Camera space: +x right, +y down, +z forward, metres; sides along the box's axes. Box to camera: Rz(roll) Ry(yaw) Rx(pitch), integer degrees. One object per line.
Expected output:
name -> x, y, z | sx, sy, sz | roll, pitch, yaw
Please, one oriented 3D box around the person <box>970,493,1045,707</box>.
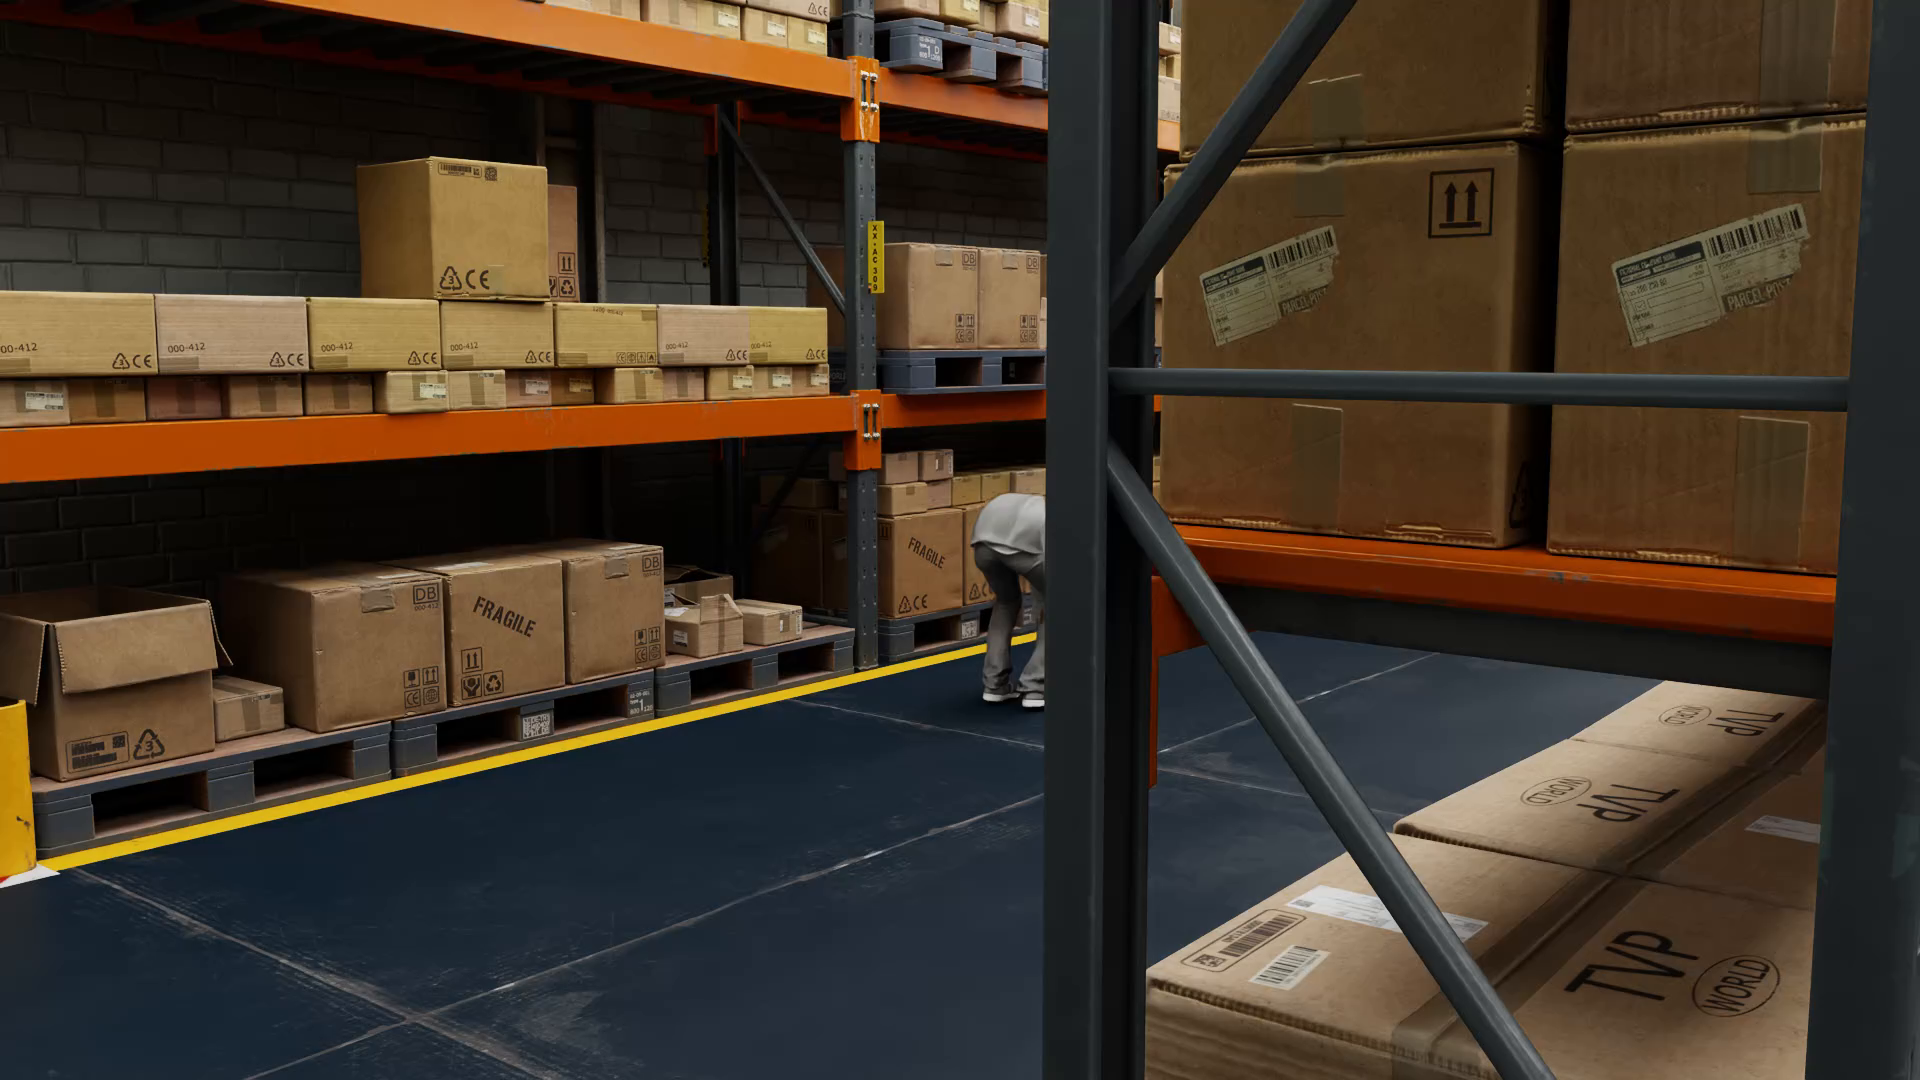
person -> 0.357, 0.239, 7.246 | 0.418, 0.911, 0.858 | 4, 8, 33
